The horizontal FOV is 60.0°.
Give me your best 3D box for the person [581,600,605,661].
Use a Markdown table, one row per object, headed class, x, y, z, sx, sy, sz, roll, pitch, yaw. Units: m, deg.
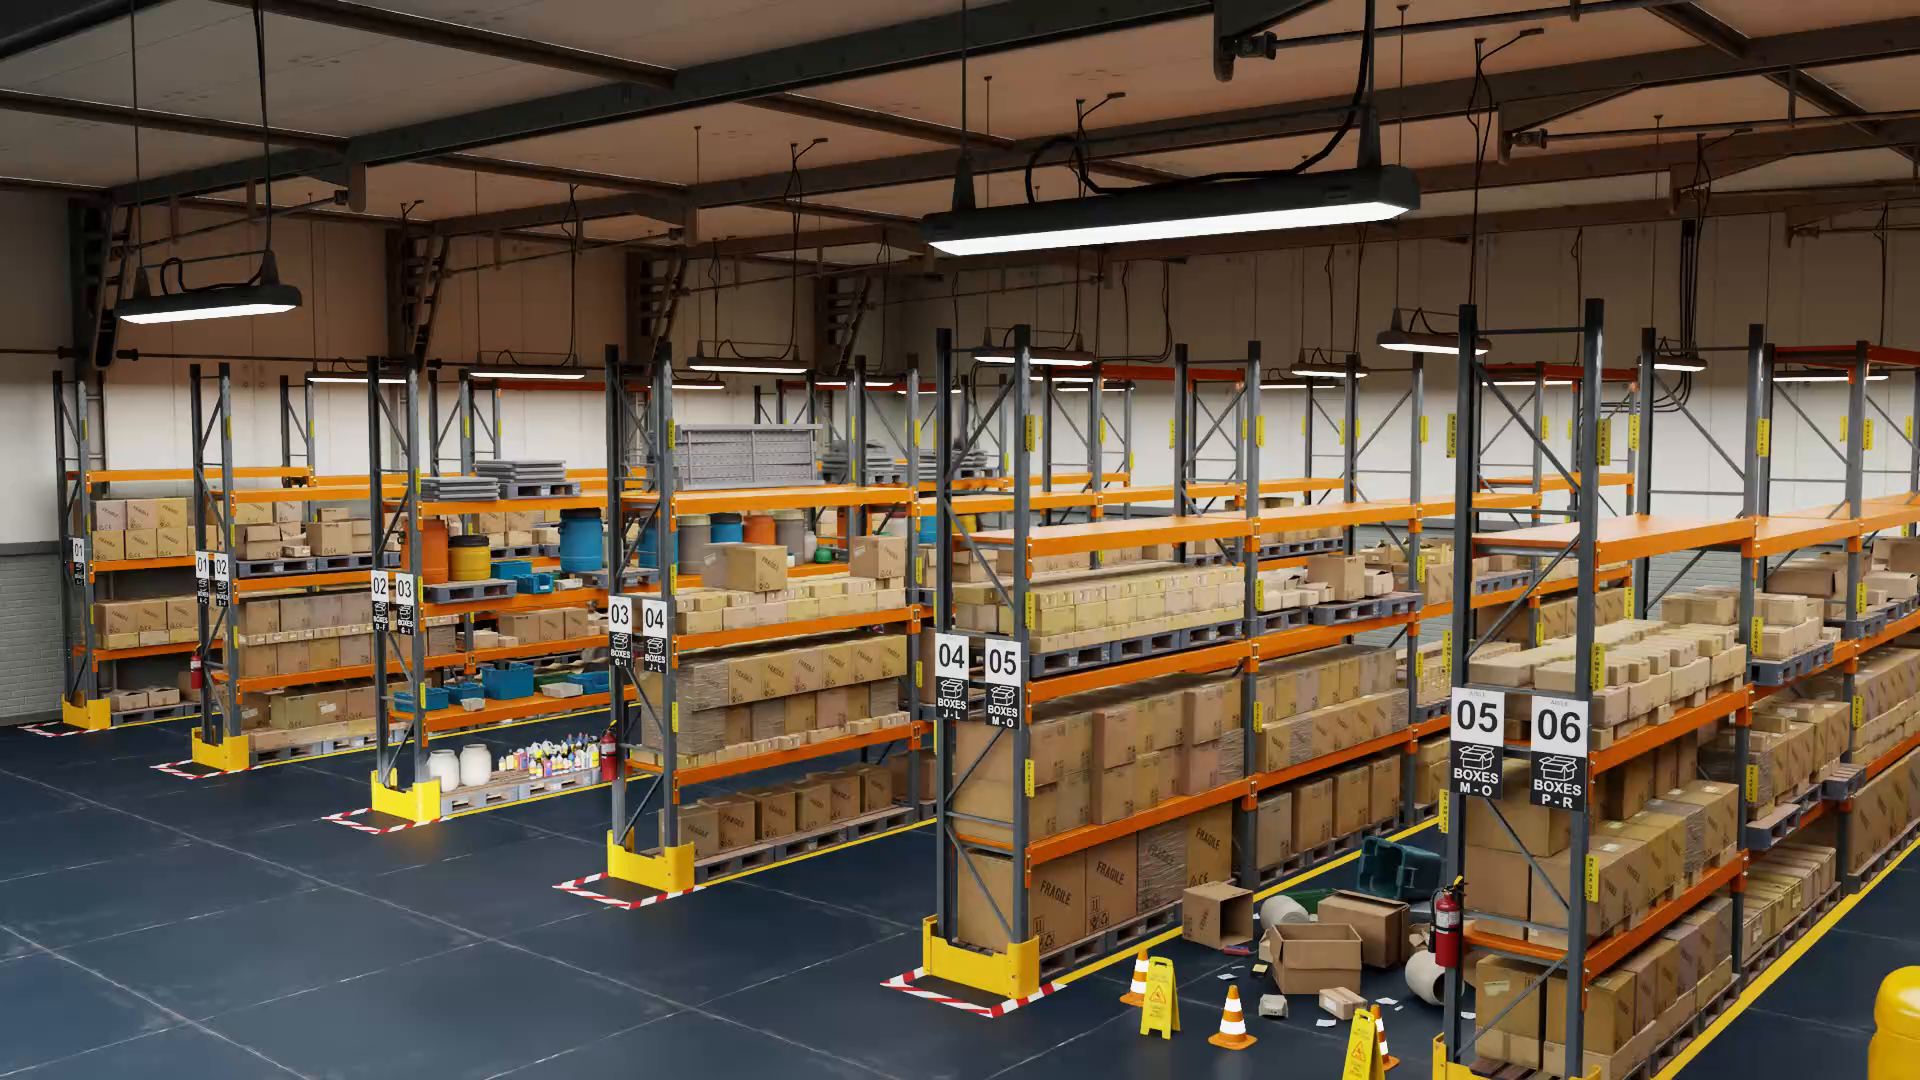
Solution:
| class | x | y | z | sx | sy | sz | roll | pitch | yaw |
| --- | --- | --- | --- | --- | --- | --- | --- | --- | --- |
| person | -7.041 | 1.993 | 32.036 | 0.653 | 1.751 | 0.647 | 4 | 6 | 42 |
